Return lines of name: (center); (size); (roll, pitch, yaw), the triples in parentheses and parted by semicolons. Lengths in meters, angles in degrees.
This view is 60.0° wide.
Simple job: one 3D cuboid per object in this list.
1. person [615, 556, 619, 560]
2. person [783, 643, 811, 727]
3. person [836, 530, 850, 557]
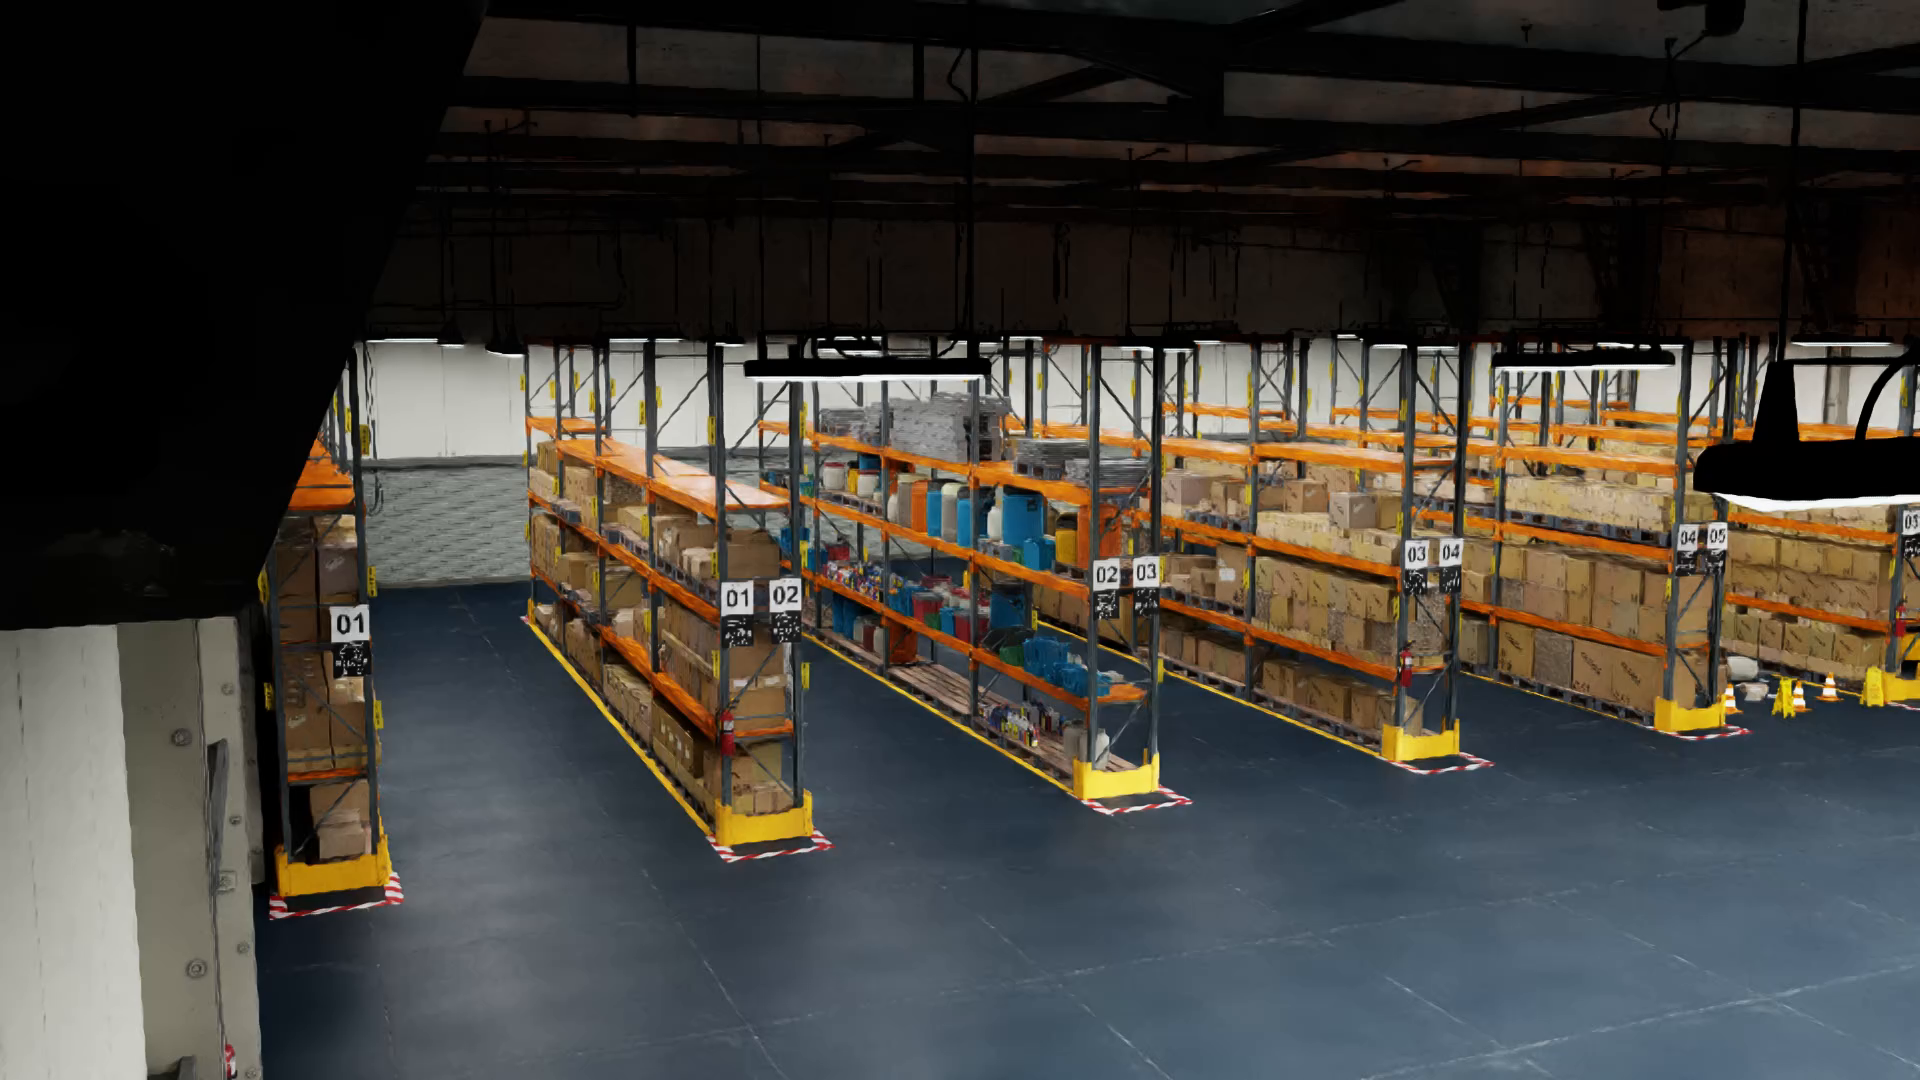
person: (-8.298, 0.239, 39.269); (0.498, 1.773, 0.741); (3, 8, 25)
person: (-2.813, 2.056, 25.726); (0.684, 1.714, 0.845); (-6, 10, -38)
person: (-2.573, 0.634, 36.490); (0.379, 1.688, 0.579); (-1, 8, -6)
